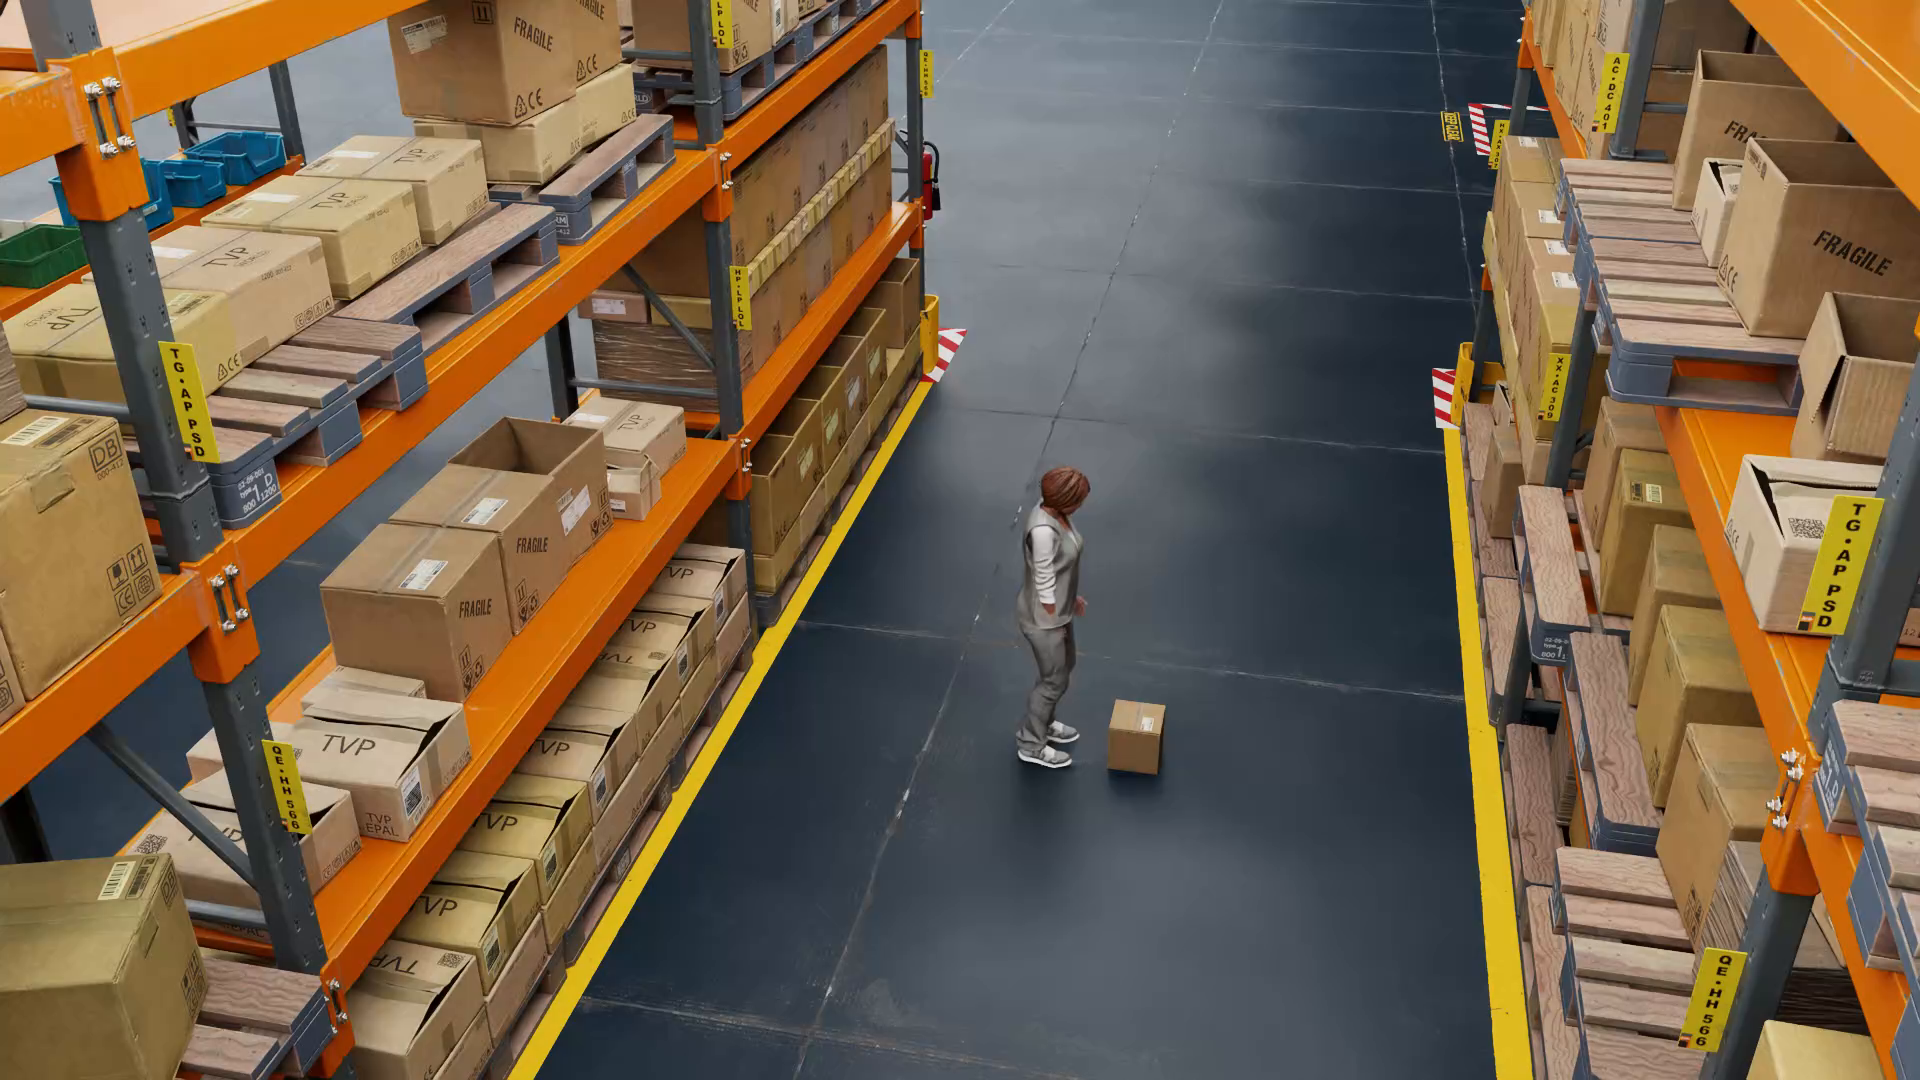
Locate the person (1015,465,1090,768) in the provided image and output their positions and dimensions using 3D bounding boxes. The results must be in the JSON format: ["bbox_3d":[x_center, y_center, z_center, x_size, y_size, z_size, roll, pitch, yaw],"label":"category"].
[{"bbox_3d":[0.436,0.350,8.019,0.328,1.579,0.415,7,30,12],"label":"person"}]
